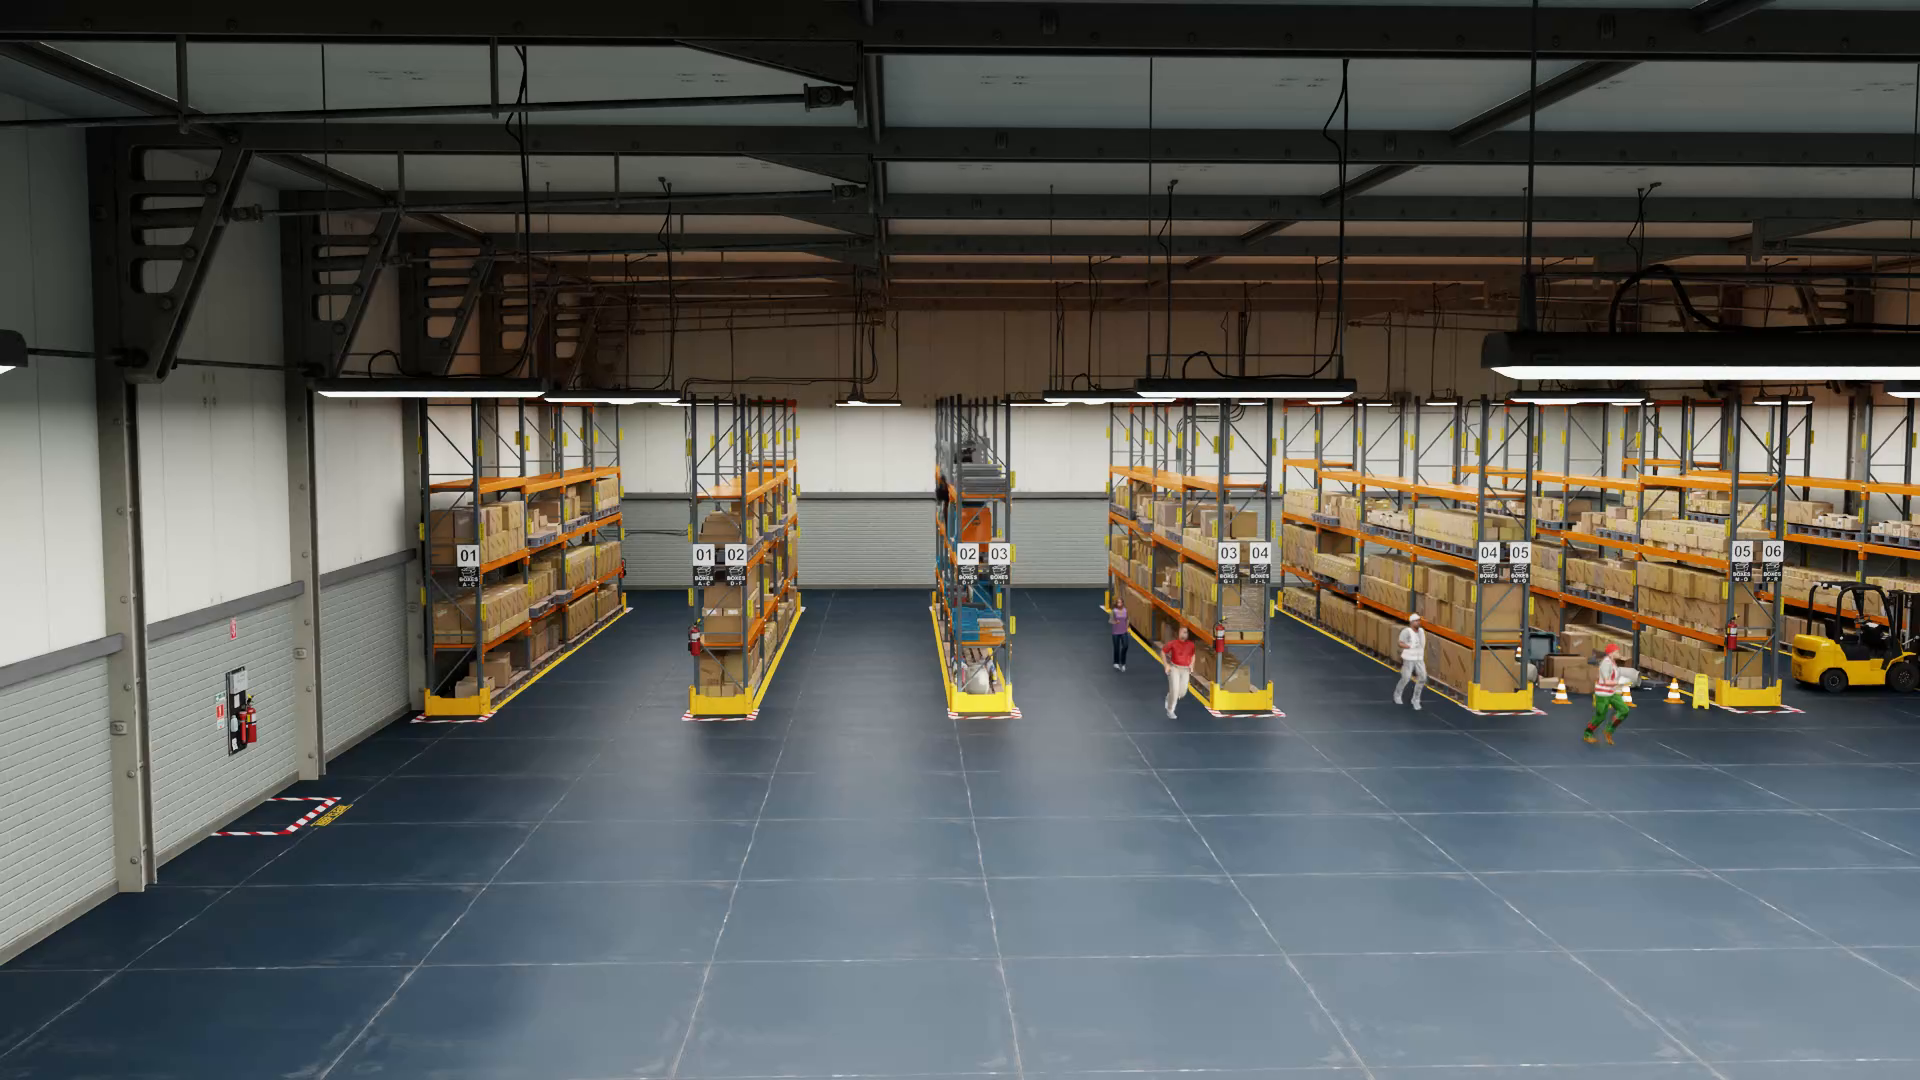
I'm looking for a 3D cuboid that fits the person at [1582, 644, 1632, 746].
[{"bbox_3d":[10.961,2.612,28.124,0.800,1.744,0.697,3,6,38],"label":"person"}]

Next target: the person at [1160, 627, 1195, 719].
[{"bbox_3d":[4.092,2.458,31.086,0.704,1.671,0.647,-1,5,-17],"label":"person"}]

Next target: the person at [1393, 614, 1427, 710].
[{"bbox_3d":[8.661,2.333,31.899,0.702,1.850,0.707,-2,5,-26],"label":"person"}]

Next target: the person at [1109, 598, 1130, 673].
[{"bbox_3d":[3.493,2.071,36.254,0.514,1.631,0.653,0,5,-6],"label":"person"}]
